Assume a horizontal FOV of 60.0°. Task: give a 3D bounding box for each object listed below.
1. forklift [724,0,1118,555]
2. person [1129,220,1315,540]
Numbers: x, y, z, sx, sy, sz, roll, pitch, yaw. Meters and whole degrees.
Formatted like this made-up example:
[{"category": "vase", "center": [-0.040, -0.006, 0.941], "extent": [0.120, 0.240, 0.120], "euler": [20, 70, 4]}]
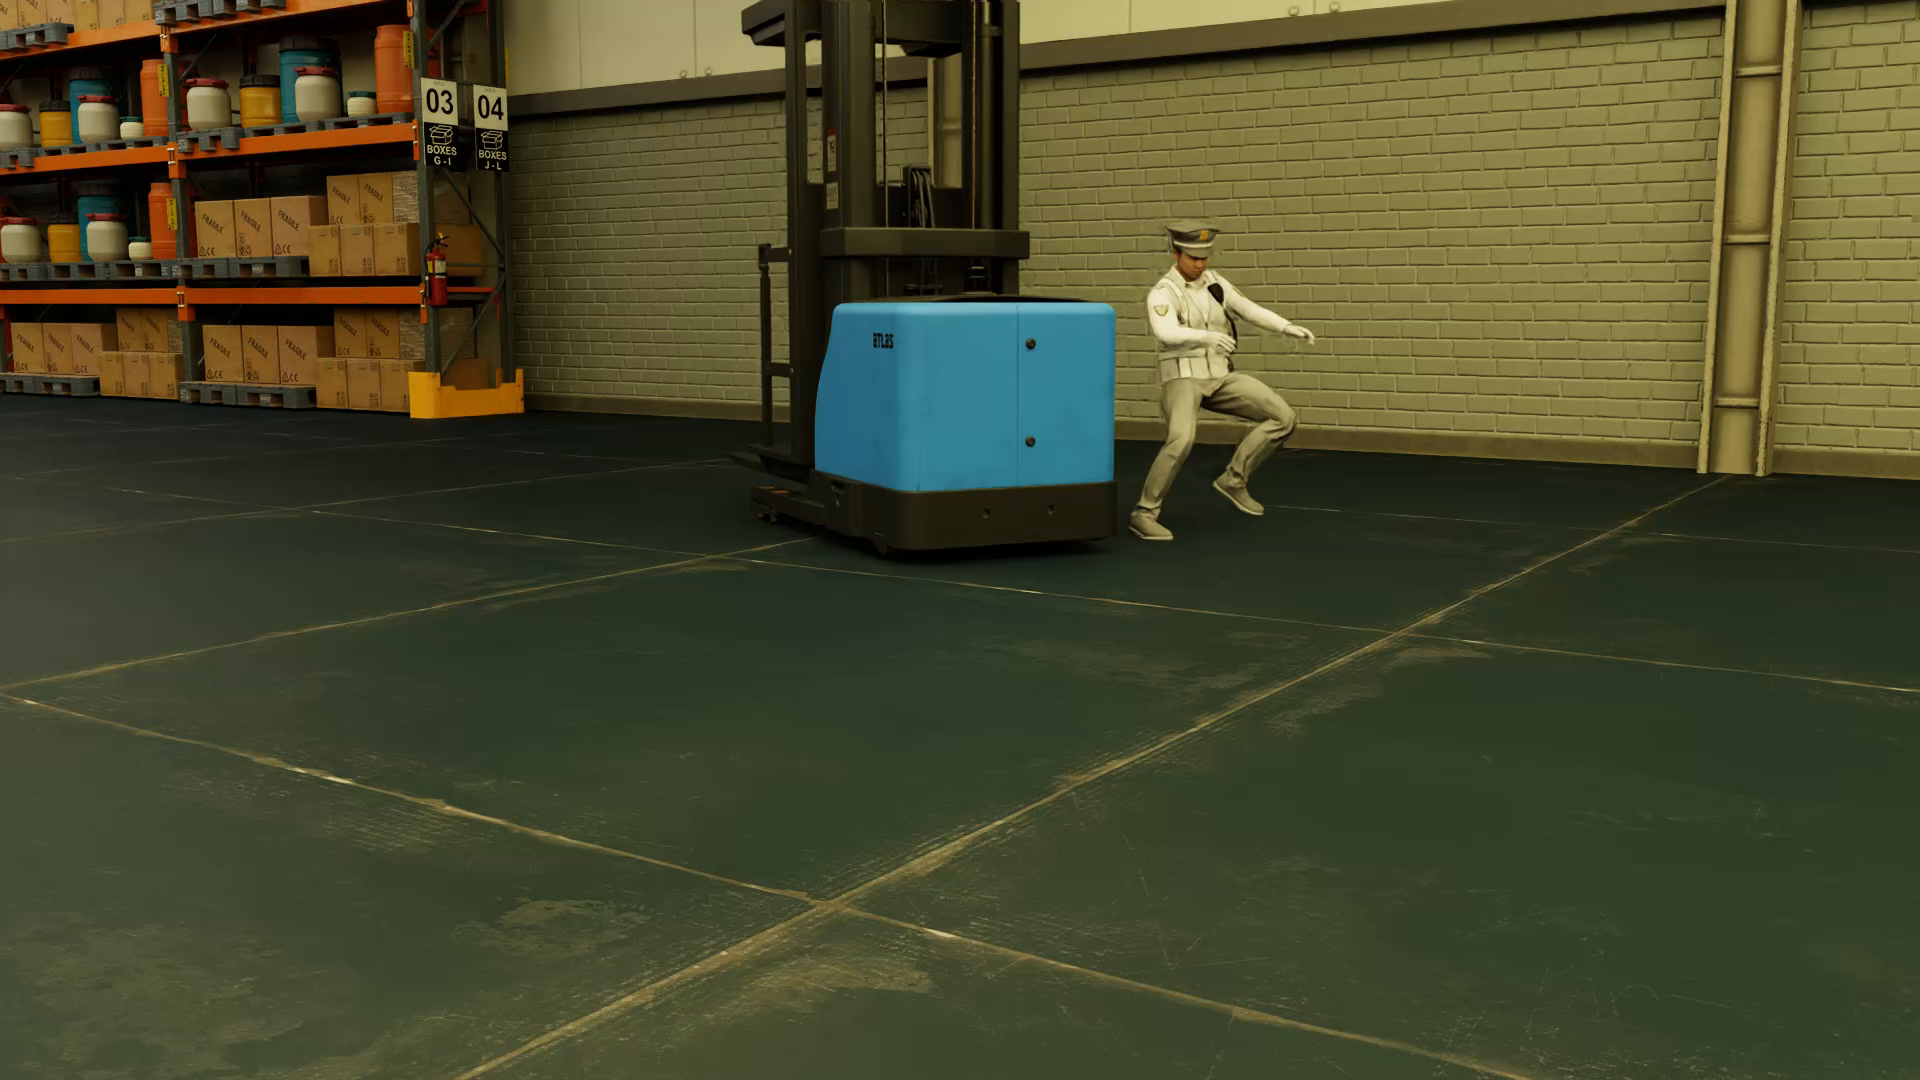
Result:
[{"category": "forklift", "center": [-0.401, -1.557, 8.141], "extent": [1.130, 2.935, 3.031], "euler": [-4, 9, -25]}, {"category": "person", "center": [1.204, -0.760, 7.814], "extent": [0.872, 1.469, 0.727], "euler": [-4, 9, -27]}]
